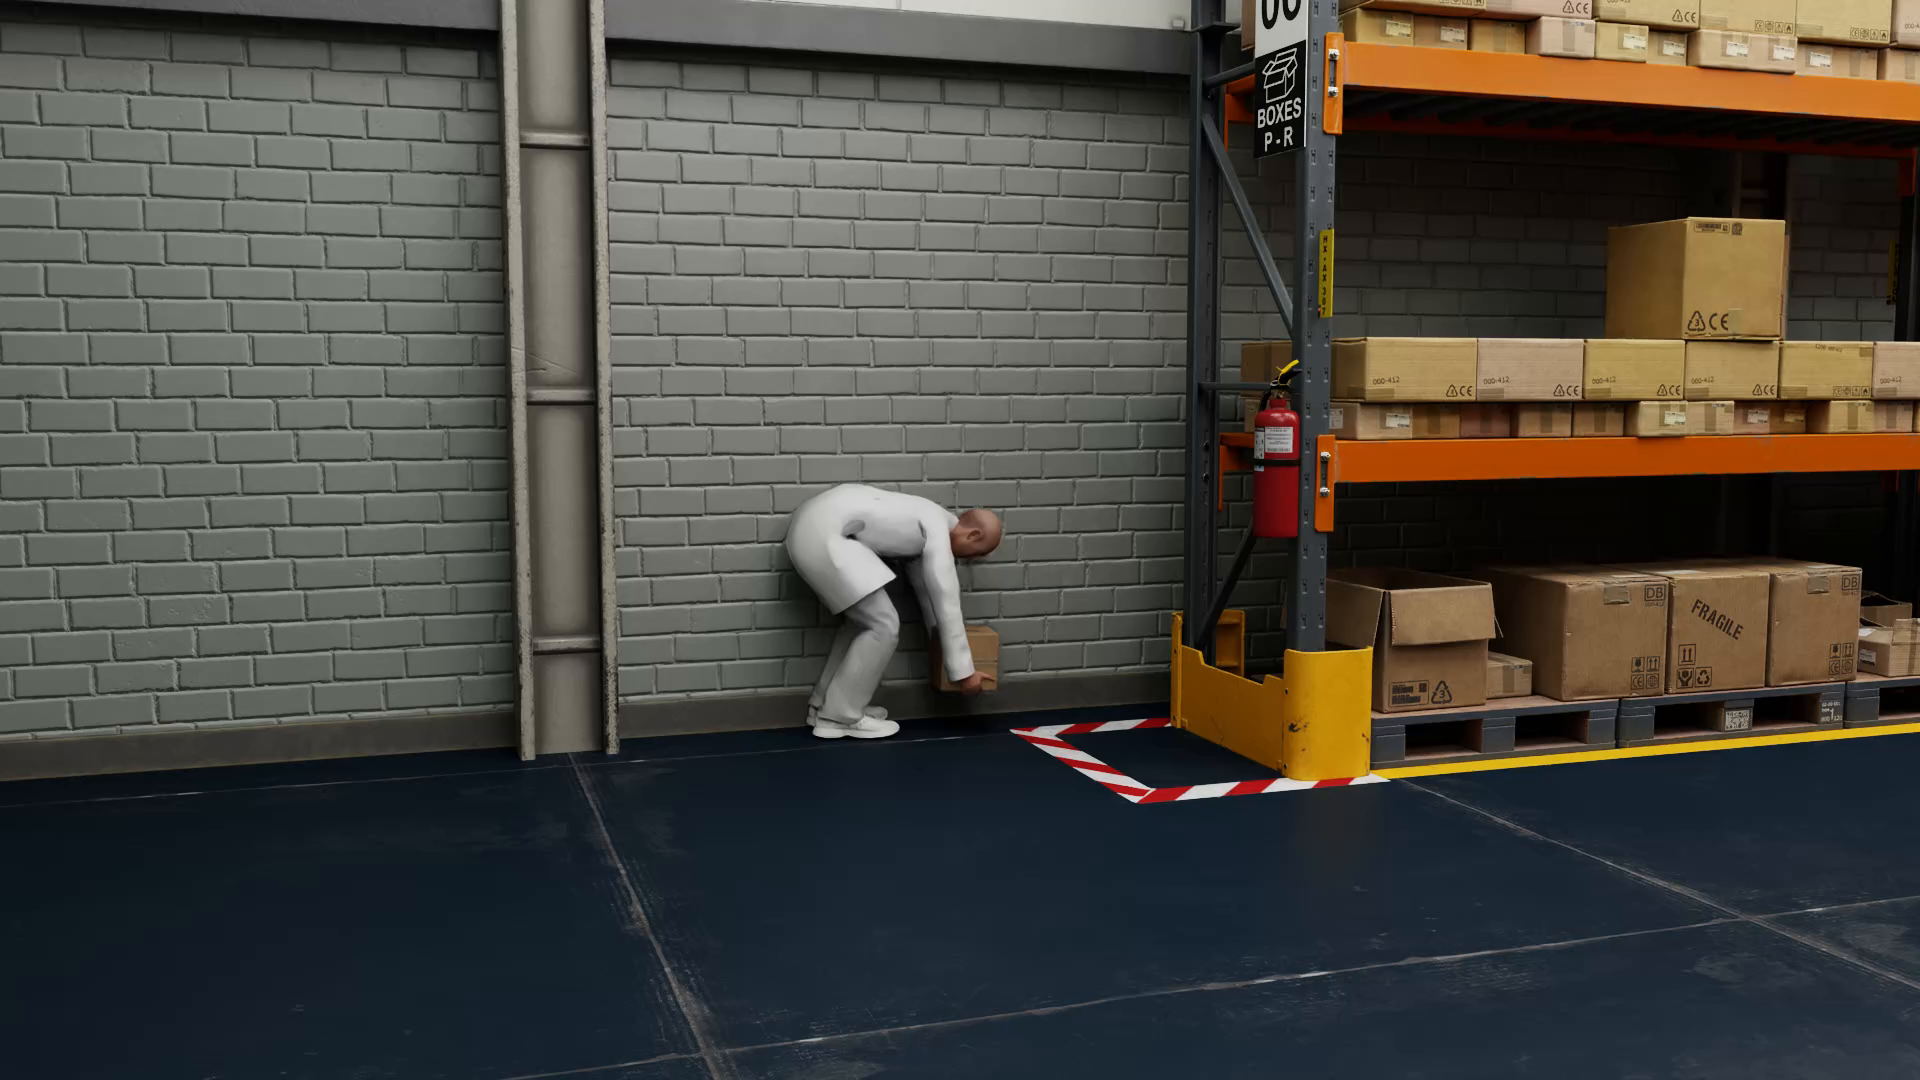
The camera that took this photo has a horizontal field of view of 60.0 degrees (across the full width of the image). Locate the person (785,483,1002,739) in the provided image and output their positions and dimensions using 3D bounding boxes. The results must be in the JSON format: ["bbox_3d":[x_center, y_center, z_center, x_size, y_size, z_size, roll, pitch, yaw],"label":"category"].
[{"bbox_3d":[-0.285,0.292,7.288,0.949,1.087,0.578,-1,6,-15],"label":"person"}]
